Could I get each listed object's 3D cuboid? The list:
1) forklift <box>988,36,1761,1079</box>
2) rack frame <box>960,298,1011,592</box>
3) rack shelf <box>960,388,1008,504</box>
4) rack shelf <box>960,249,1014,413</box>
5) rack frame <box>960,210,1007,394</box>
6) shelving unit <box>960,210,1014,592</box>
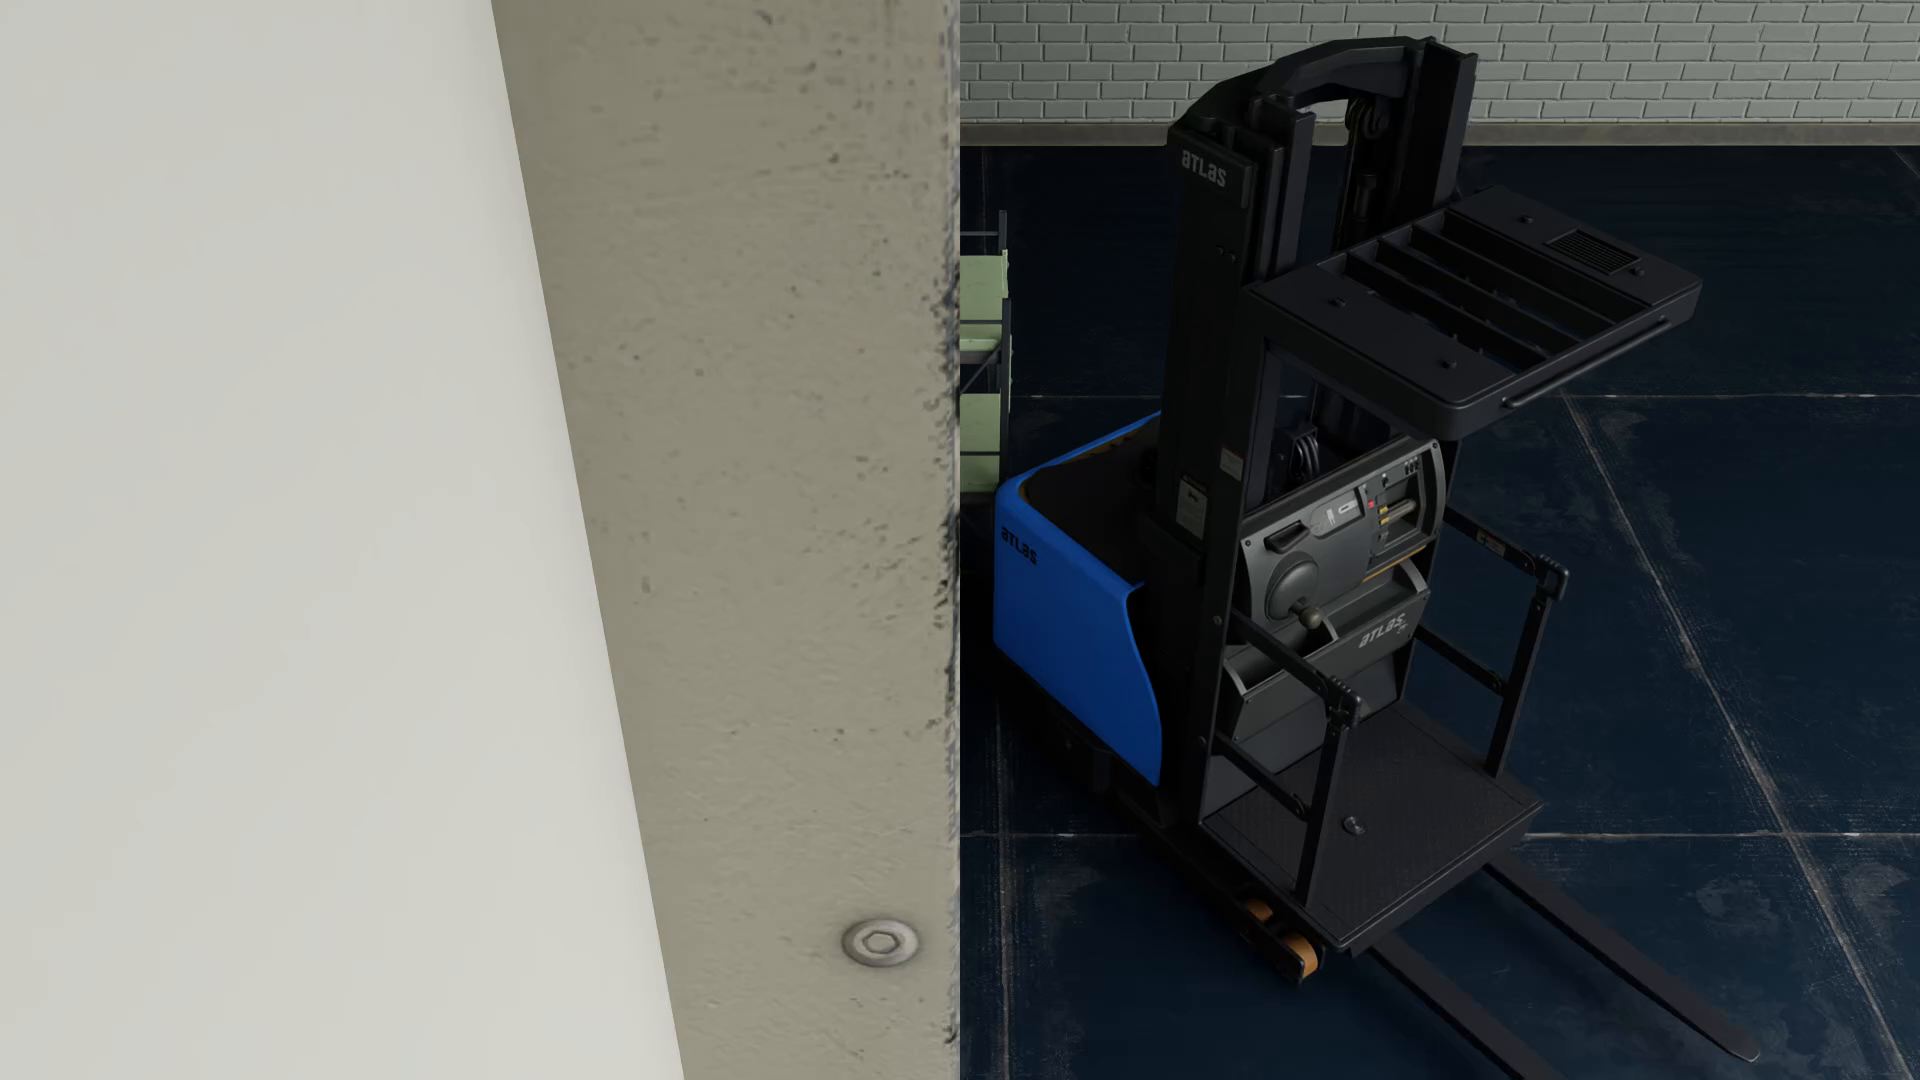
[{"bbox_3d":[1.400,0.045,5.350,1.130,2.935,3.031,-25,45,-28],"label":"forklift"},{"bbox_3d":[0.000,-0.361,7.001,0.400,1.500,0.023,0,39,0],"label":"rack frame"},{"bbox_3d":[0.000,-0.335,7.490,0.431,0.370,0.720,0,39,0],"label":"rack shelf"},{"bbox_3d":[0.000,-0.894,7.042,0.431,0.370,0.720,0,39,0],"label":"rack shelf"},{"bbox_3d":[0.000,-0.818,7.572,0.400,1.500,0.023,0,39,0],"label":"rack frame"},{"bbox_3d":[0.000,-0.589,7.286,0.431,1.500,0.755,0,39,0],"label":"shelving unit"}]
